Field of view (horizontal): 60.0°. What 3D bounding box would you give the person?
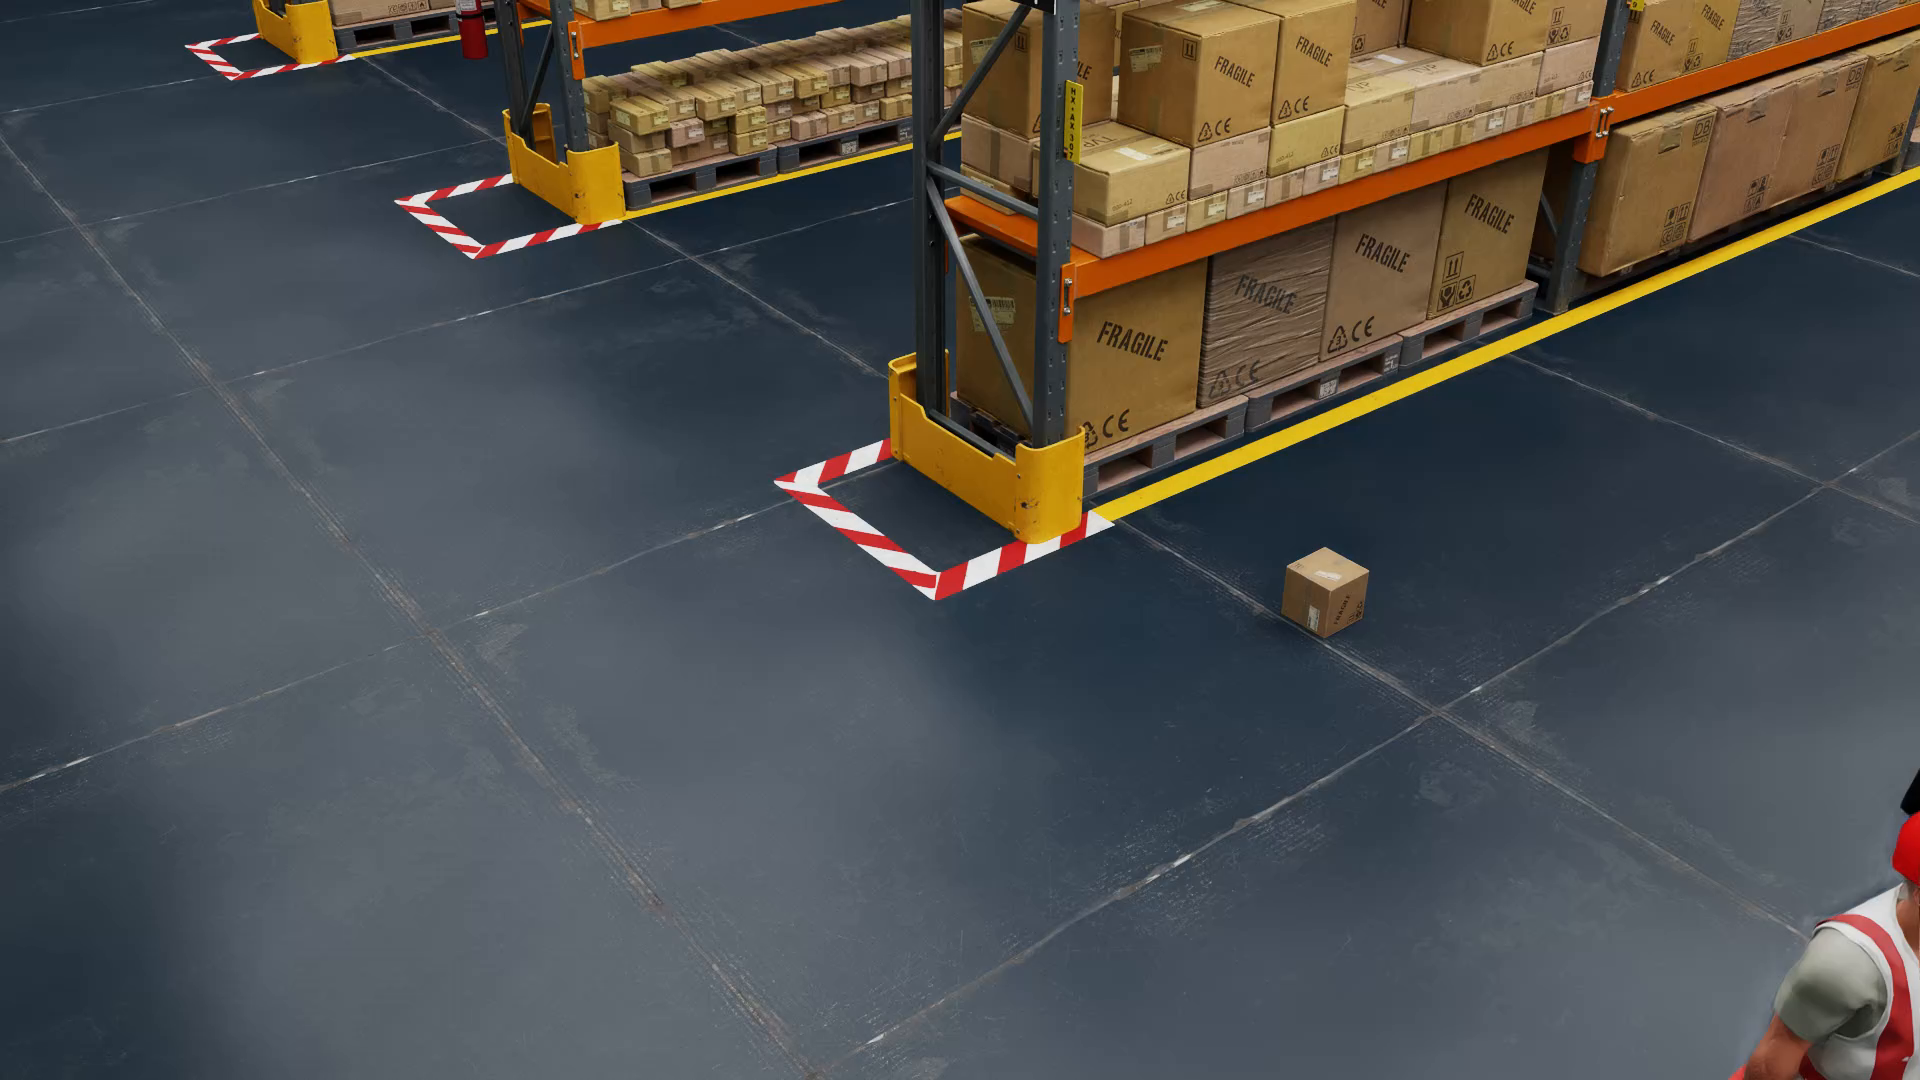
[{"bbox_3d":[2.142,1.407,3.851,0.579,1.811,0.765,-14,34,-21],"label":"person"}]
